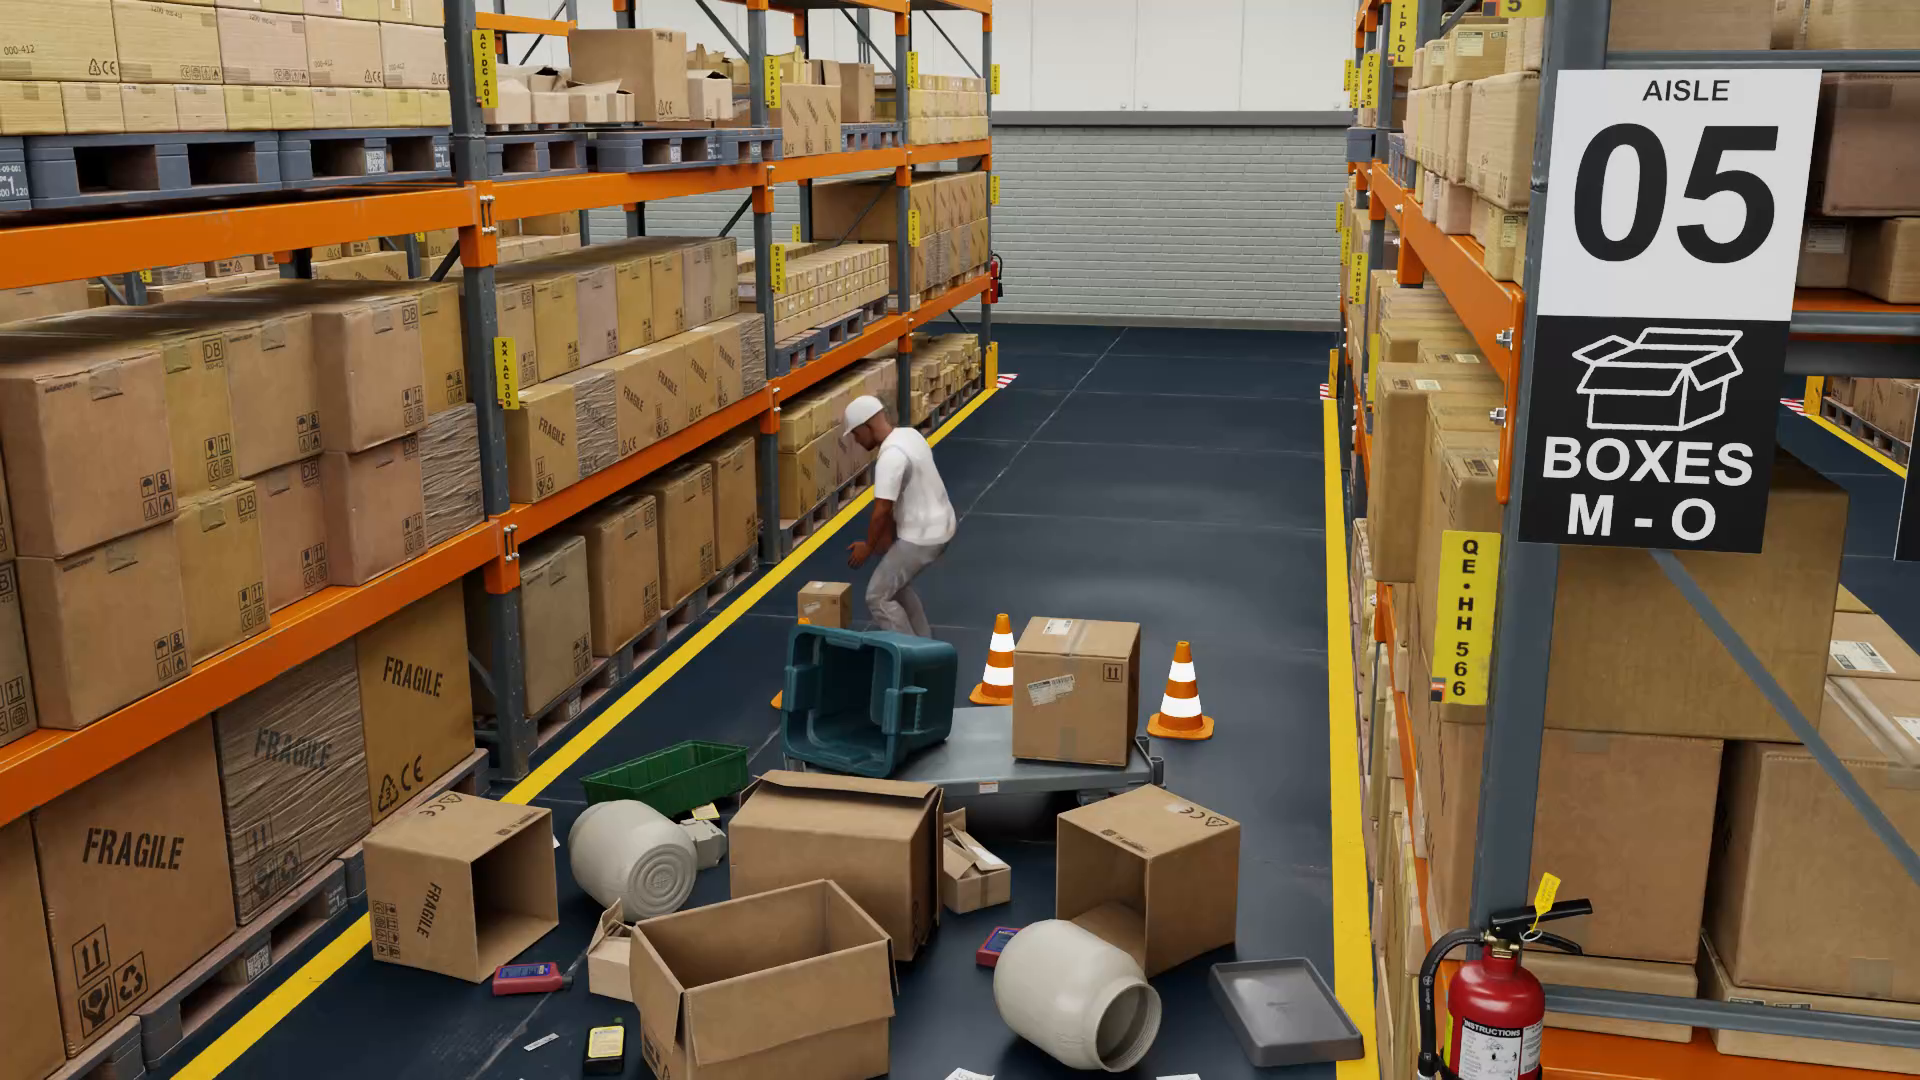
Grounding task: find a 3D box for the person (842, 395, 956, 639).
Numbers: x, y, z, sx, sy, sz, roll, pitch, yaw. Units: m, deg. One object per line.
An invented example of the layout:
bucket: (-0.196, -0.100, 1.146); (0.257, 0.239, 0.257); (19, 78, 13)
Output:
person: (-0.349, -0.024, 9.410); (0.622, 1.591, 0.620); (3, 15, 12)
